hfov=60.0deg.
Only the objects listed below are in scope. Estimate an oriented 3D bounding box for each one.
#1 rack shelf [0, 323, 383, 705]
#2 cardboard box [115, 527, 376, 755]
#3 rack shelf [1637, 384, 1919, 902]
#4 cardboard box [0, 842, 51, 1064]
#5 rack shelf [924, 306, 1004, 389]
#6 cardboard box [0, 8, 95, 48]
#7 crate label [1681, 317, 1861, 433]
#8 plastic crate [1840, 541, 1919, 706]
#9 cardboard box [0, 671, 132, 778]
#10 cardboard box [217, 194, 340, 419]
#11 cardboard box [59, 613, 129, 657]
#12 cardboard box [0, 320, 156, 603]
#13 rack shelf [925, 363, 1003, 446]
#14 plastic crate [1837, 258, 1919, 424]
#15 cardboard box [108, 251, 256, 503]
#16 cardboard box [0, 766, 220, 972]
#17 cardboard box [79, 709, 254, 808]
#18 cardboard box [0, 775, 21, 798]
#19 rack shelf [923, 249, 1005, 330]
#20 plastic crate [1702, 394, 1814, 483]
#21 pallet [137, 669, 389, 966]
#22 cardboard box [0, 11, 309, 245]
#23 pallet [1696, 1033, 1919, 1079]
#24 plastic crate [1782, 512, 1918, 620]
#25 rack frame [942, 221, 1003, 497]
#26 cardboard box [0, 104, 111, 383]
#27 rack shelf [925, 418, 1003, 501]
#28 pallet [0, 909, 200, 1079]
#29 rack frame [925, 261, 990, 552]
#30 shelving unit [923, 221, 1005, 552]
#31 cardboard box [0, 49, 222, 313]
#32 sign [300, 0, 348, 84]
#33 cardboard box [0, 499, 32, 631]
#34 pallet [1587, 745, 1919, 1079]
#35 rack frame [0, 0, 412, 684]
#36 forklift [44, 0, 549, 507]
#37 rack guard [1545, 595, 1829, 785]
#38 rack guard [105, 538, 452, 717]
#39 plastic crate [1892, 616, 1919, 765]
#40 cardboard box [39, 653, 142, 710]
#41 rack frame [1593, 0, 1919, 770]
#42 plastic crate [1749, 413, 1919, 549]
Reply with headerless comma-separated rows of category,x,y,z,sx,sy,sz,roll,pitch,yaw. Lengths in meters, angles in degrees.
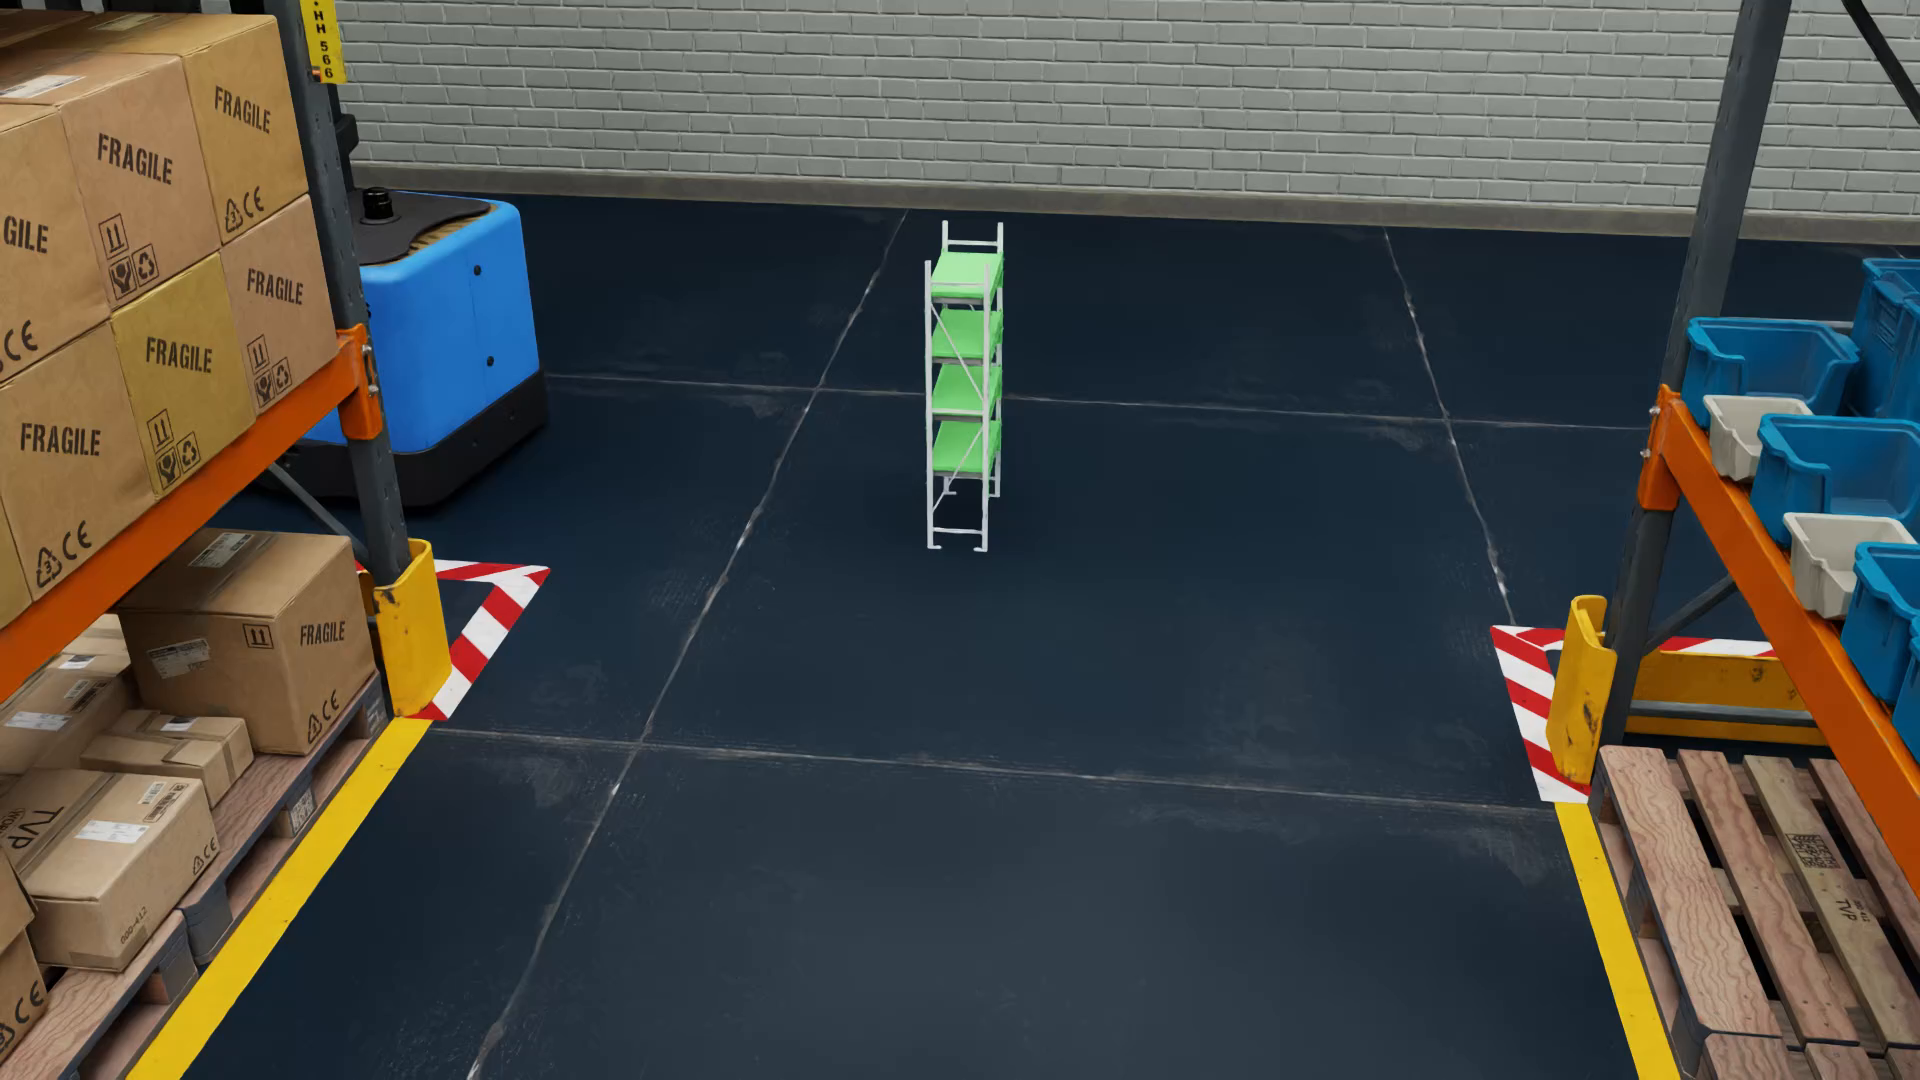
rack shelf,-2.628,0.389,3.623,1.077,0.370,4.000,3,28,6
cardboard box,-2.205,0.308,5.187,0.500,0.500,0.500,3,28,6
rack shelf,2.288,0.679,3.086,1.077,0.370,4.000,3,28,6
cardboard box,-2.648,1.035,3.835,0.797,0.503,0.637,3,28,6
rack shelf,0.020,-0.761,6.527,0.258,0.148,0.480,3,28,6
cardboard box,-2.699,-1.160,4.580,0.500,0.500,0.500,4,29,8
crate label,2.176,-0.435,4.508,0.416,0.233,0.303,3,28,6
plastic crate,2.015,0.185,3.358,0.416,0.233,0.300,3,28,6
cardboard box,-2.792,0.623,4.867,0.500,0.250,0.500,3,28,6
cardboard box,-2.167,-0.686,4.756,0.500,0.500,0.500,4,29,8
cardboard box,-2.775,0.370,5.443,0.380,0.149,0.250,3,28,6
cardboard box,-2.294,-0.207,3.867,0.500,0.500,0.500,4,29,7
rack shelf,0.020,-0.550,6.640,0.258,0.148,0.480,3,28,6
plastic crate,2.677,-0.453,4.327,0.616,0.435,0.499,3,28,6
cardboard box,-2.227,-0.442,4.302,0.500,0.500,0.500,4,29,7
cardboard box,-2.351,0.864,4.420,0.500,0.250,0.500,3,28,6
cardboard box,-2.344,0.640,4.922,0.380,0.166,0.250,3,28,6
cardboard box,-2.853,0.858,4.430,0.500,0.250,0.500,3,28,6
rack shelf,0.020,-0.972,6.413,0.258,0.148,0.480,3,28,6
plastic crate,2.055,-0.246,4.259,0.250,0.136,0.298,3,28,6
pallet,-2.489,0.770,5.099,1.003,0.211,1.213,3,28,6
cardboard box,-2.164,-1.128,4.521,0.500,0.500,0.500,3,28,6
pallet,2.241,1.607,3.545,1.003,0.211,1.213,3,28,6
plastic crate,1.971,0.073,3.667,0.250,0.136,0.298,3,28,6
rack frame,0.050,-0.721,6.823,0.240,1.200,0.015,3,28,6
cardboard box,-2.284,-0.645,3.626,0.500,0.500,0.500,4,29,8
rack shelf,0.020,-0.339,6.754,0.258,0.148,0.480,3,28,6
pallet,-2.641,1.343,4.036,1.003,0.211,1.213,3,28,6
rack frame,-0.010,-0.491,6.397,0.240,1.200,0.015,3,28,6
shelving unit,0.020,-0.606,6.610,0.258,1.200,0.503,3,28,6
cardboard box,-2.225,-0.890,4.079,0.500,0.500,0.500,4,29,8
sign,-1.834,-1.476,4.773,0.100,0.325,0.005,3,28,6
cardboard box,-2.356,0.030,3.427,0.500,0.500,0.500,3,28,5
pallet,2.393,1.034,4.608,1.003,0.211,1.213,3,28,6
rack frame,-2.383,-0.869,5.200,1.000,3.000,0.127,3,28,6
forklift,-3.466,-1.802,7.005,3.031,2.935,1.130,8,29,15
rack guard,2.523,0.509,5.278,1.175,0.500,0.348,3,28,6
rack guard,-2.392,0.267,5.727,1.175,0.500,0.348,3,28,6
plastic crate,1.978,0.326,3.095,0.416,0.233,0.300,3,28,6
cardboard box,-2.806,0.480,5.221,0.380,0.166,0.250,3,28,6
rack frame,2.533,-0.579,4.663,1.000,3.000,0.127,3,28,6
plastic crate,2.095,-0.125,3.933,0.416,0.233,0.300,3,28,6
